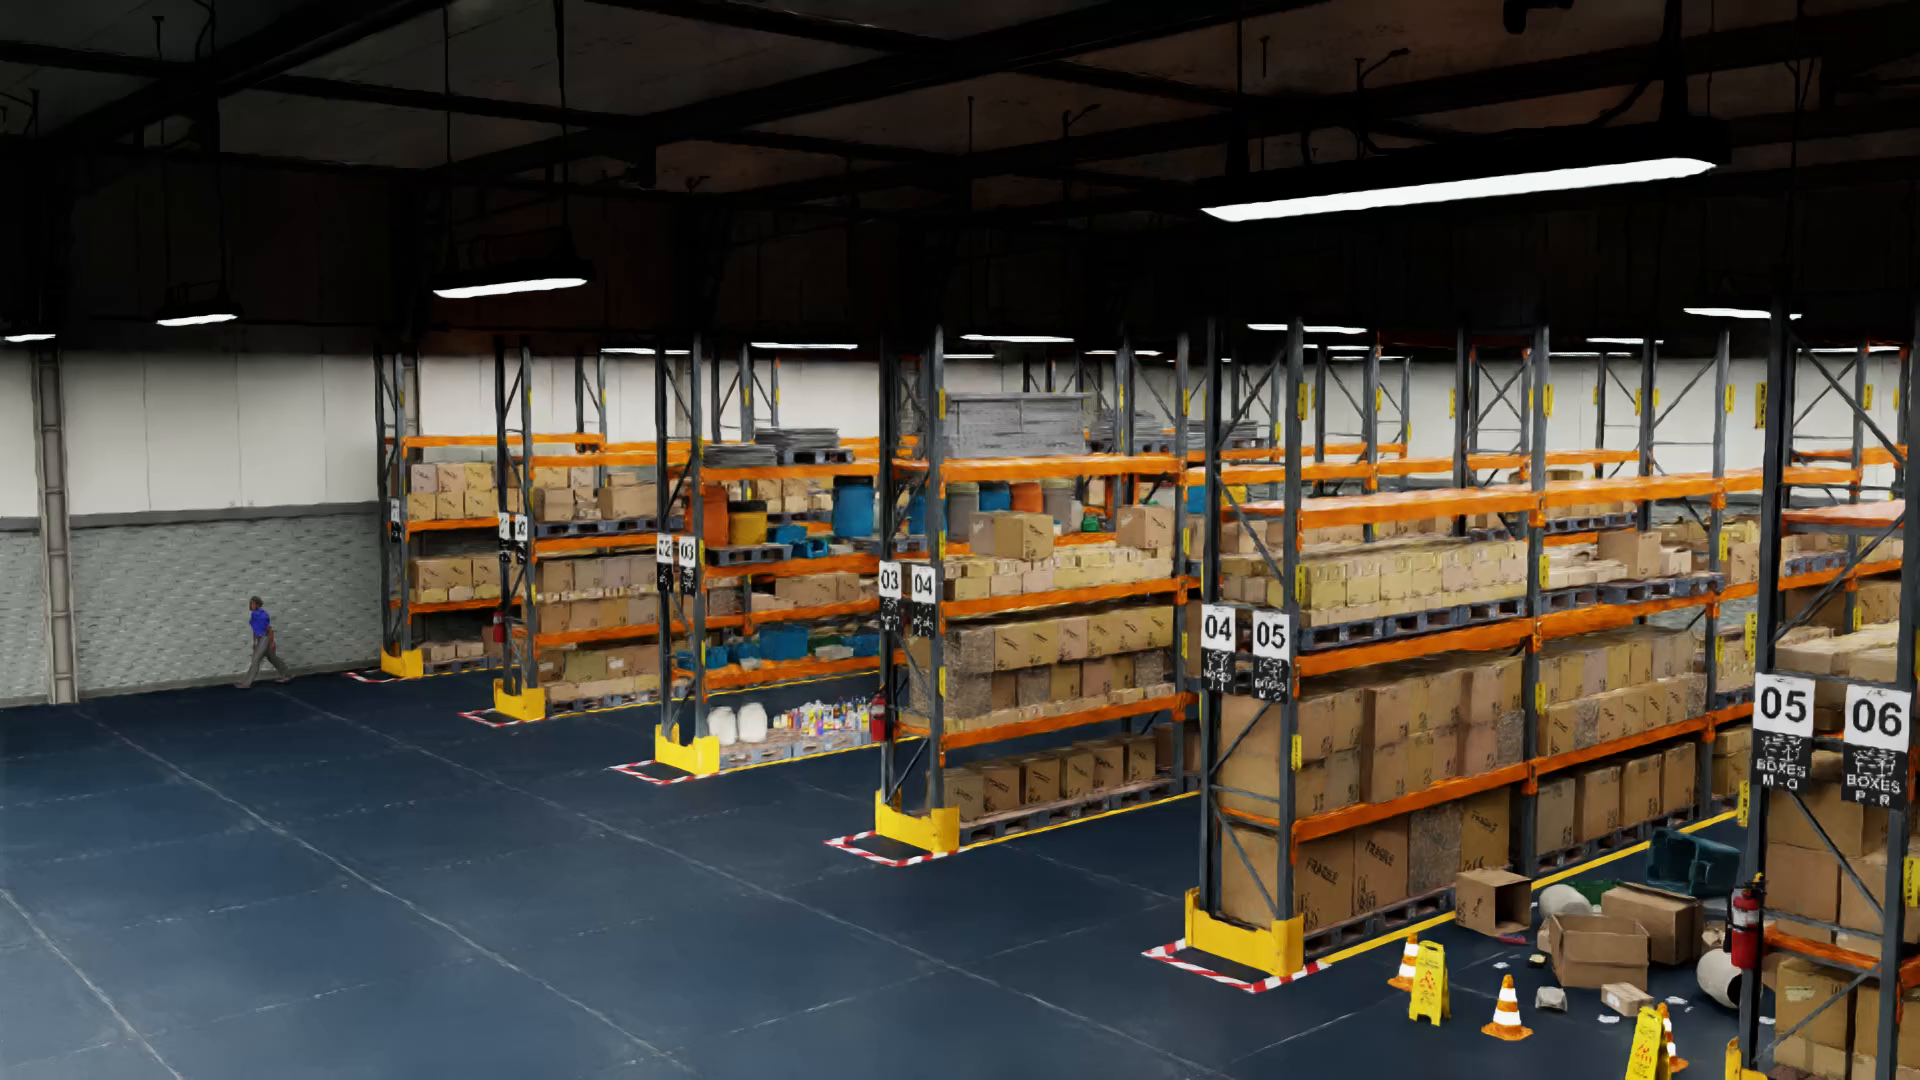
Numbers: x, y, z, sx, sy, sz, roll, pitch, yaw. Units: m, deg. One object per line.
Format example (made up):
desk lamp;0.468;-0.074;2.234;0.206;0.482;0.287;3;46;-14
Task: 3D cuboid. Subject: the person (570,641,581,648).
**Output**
person;-6.901;1.587;29.943;0.700;1.690;0.863;3;6;32

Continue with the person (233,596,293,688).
person;-12.120;1.733;28.823;1.089;1.561;0.450;-5;7;-43
